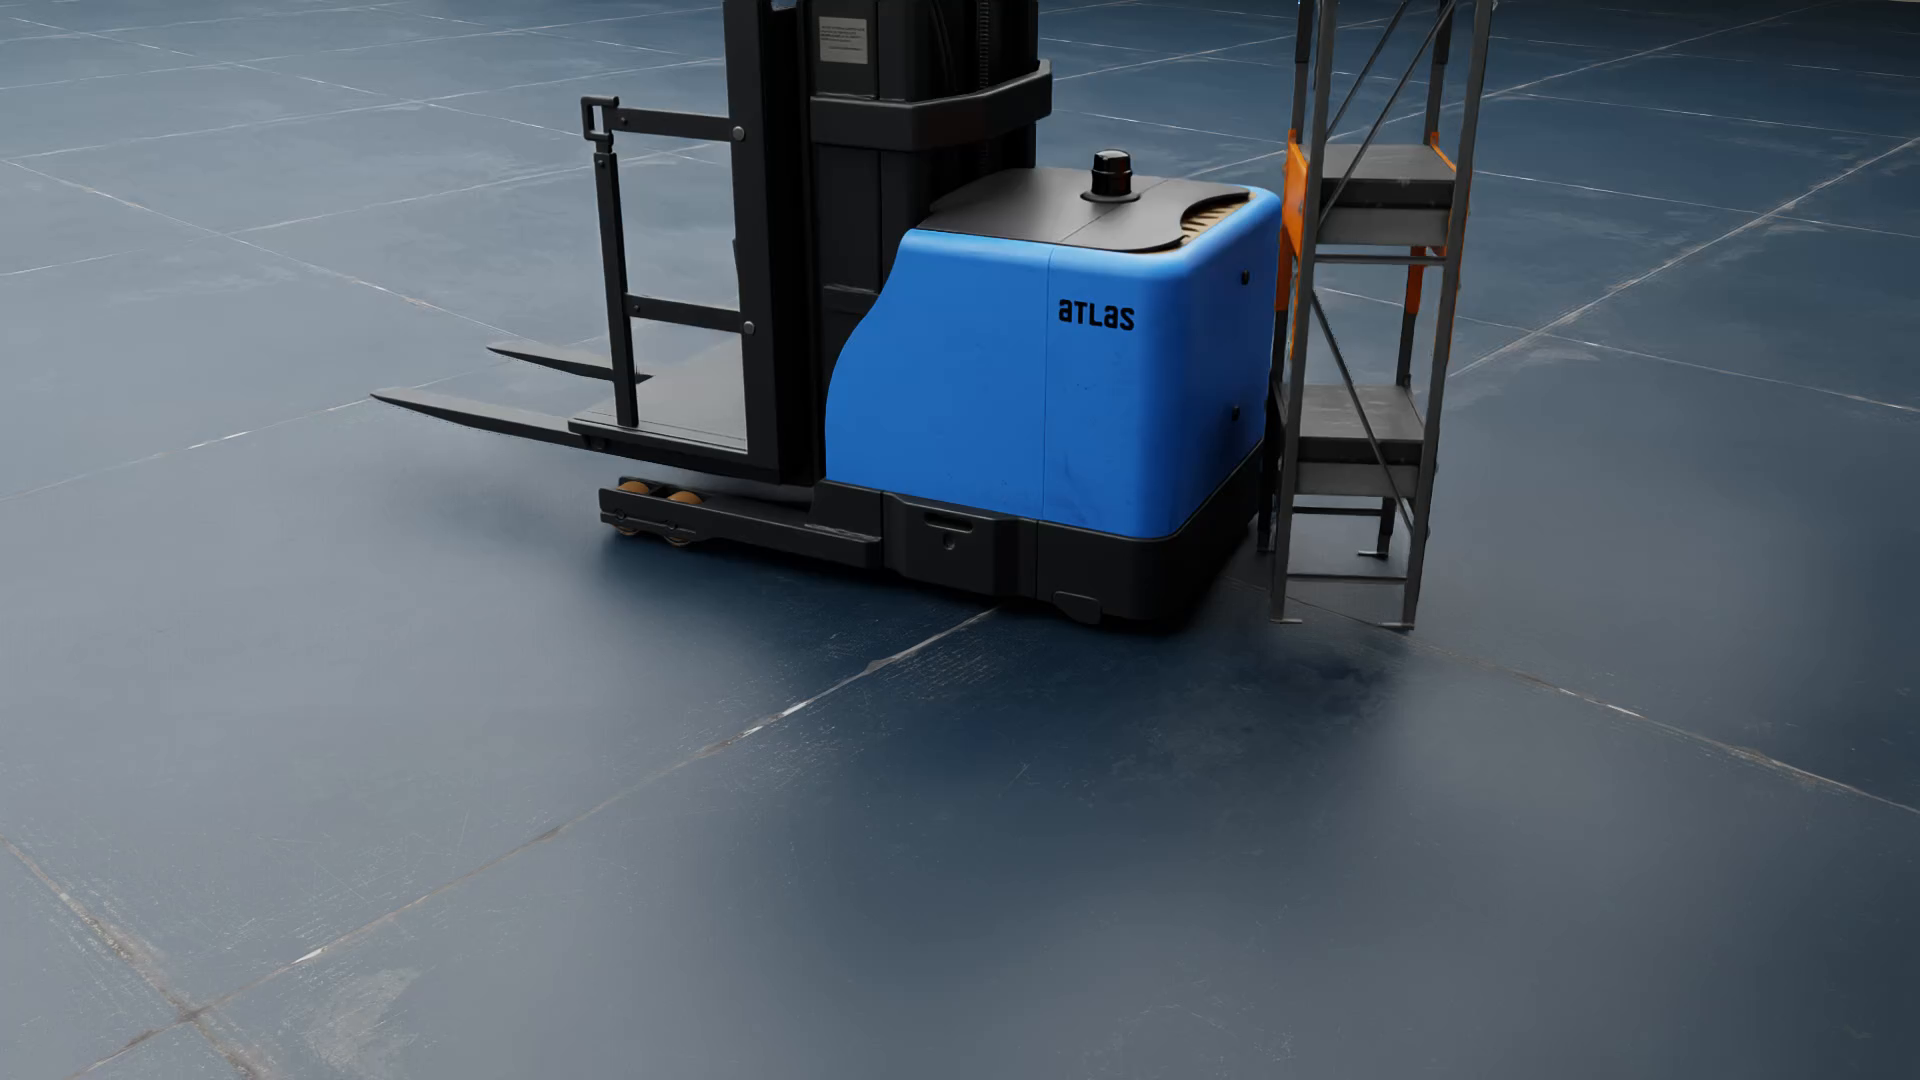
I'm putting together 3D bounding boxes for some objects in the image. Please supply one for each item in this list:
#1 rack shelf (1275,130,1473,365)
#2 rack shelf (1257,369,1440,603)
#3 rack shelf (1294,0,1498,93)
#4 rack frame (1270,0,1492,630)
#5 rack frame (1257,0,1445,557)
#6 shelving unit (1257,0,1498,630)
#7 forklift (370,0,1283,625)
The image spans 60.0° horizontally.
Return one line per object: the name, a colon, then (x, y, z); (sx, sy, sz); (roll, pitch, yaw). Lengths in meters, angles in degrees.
rack shelf: (1.101, -0.803, 4.507); (0.431, 0.518, 0.480); (2, 24, 4)
rack shelf: (1.101, -0.164, 4.794); (0.431, 0.518, 0.480); (2, 24, 4)
rack shelf: (1.101, -1.442, 4.221); (0.431, 0.518, 0.480); (2, 24, 4)
rack frame: (1.080, -0.716, 4.280); (0.400, 2.100, 0.015); (2, 24, 4)
rack frame: (1.122, -0.915, 4.723); (0.400, 2.100, 0.015); (2, 24, 4)
shelving unit: (1.101, -0.815, 4.502); (0.431, 2.100, 0.503); (2, 24, 4)
forklift: (-0.575, -1.500, 5.014); (3.031, 2.935, 1.130); (11, 27, 24)
